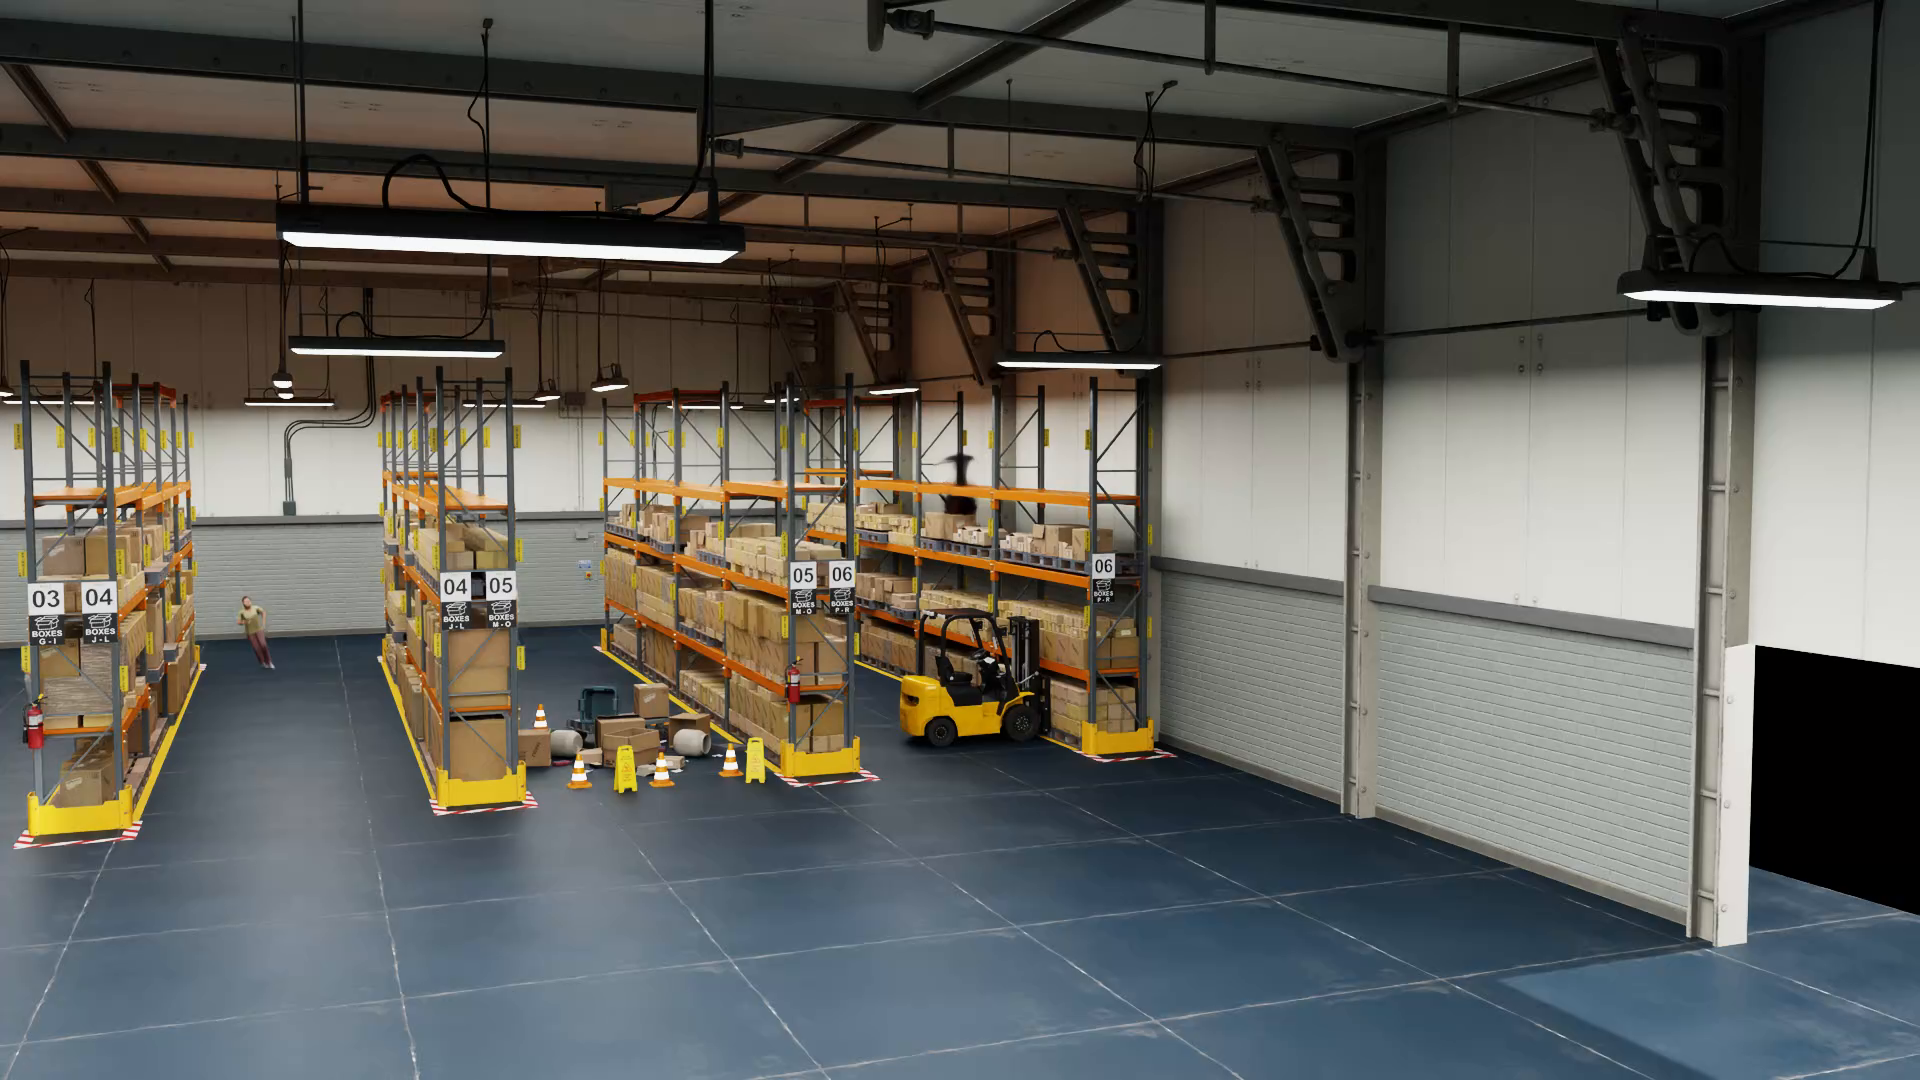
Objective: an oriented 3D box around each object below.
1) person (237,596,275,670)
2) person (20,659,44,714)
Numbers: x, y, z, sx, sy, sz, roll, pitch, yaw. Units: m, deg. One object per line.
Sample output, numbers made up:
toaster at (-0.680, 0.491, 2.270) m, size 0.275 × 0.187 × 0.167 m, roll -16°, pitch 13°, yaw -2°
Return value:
person at (-15.339, 2.026, 36.211) m, size 0.739 × 1.640 × 0.693 m, roll -2°, pitch 4°, yaw -25°
person at (-16.121, 2.472, 29.132) m, size 0.610 × 1.551 × 0.817 m, roll -3°, pitch 4°, yaw -39°
